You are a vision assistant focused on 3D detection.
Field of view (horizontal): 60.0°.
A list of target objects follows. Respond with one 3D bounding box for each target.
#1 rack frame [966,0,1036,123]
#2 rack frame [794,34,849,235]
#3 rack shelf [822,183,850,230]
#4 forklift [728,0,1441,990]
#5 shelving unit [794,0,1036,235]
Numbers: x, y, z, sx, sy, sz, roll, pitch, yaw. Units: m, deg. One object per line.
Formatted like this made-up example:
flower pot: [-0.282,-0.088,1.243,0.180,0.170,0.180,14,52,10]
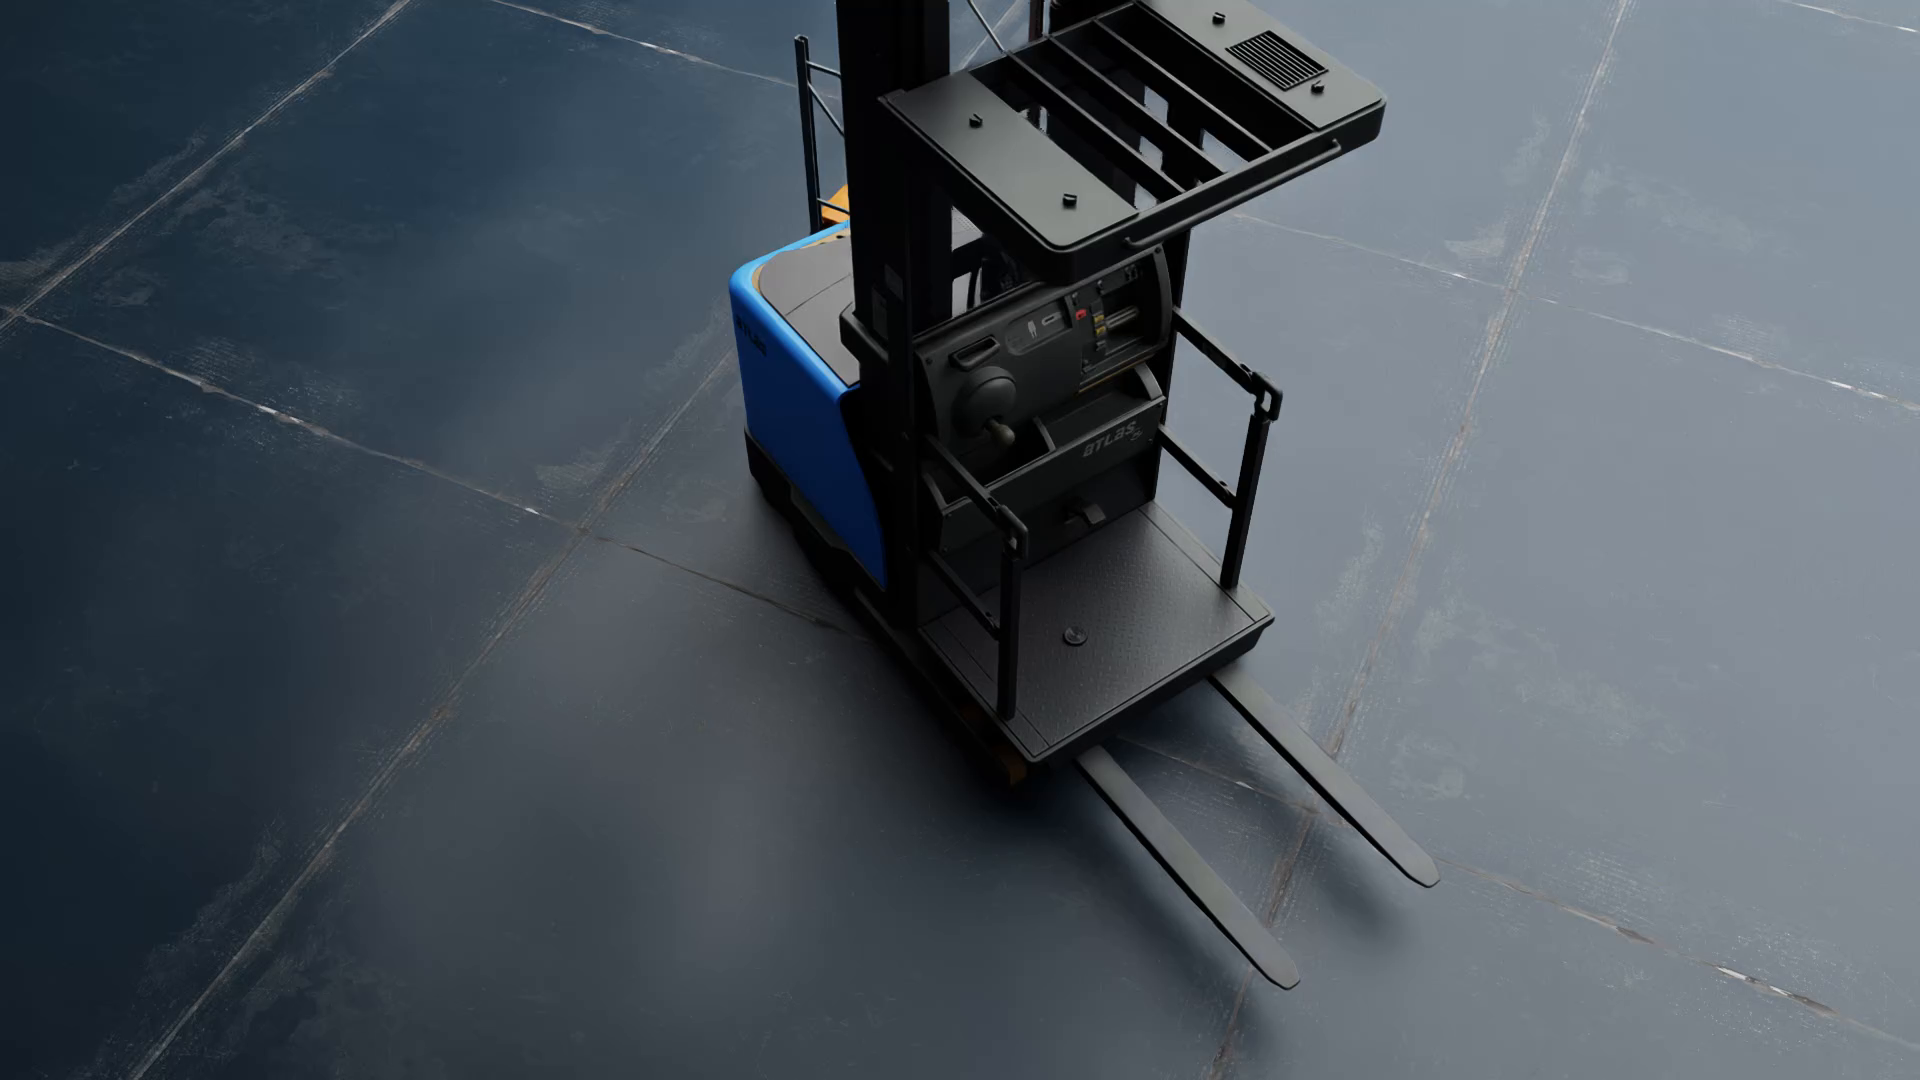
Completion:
rack frame: [0.115,-1.965,7.252,0.500,1.500,0.032,24,54,19]
rack frame: [-0.393,-1.294,6.682,0.500,1.500,0.032,24,54,19]
rack shelf: [-0.139,-1.513,7.104,0.538,0.185,1.000,24,54,19]
forklift: [0.406,-0.513,5.077,1.130,2.935,3.031,-28,55,-22]
shelving unit: [-0.135,-1.636,6.972,0.587,1.500,1.083,24,54,19]
